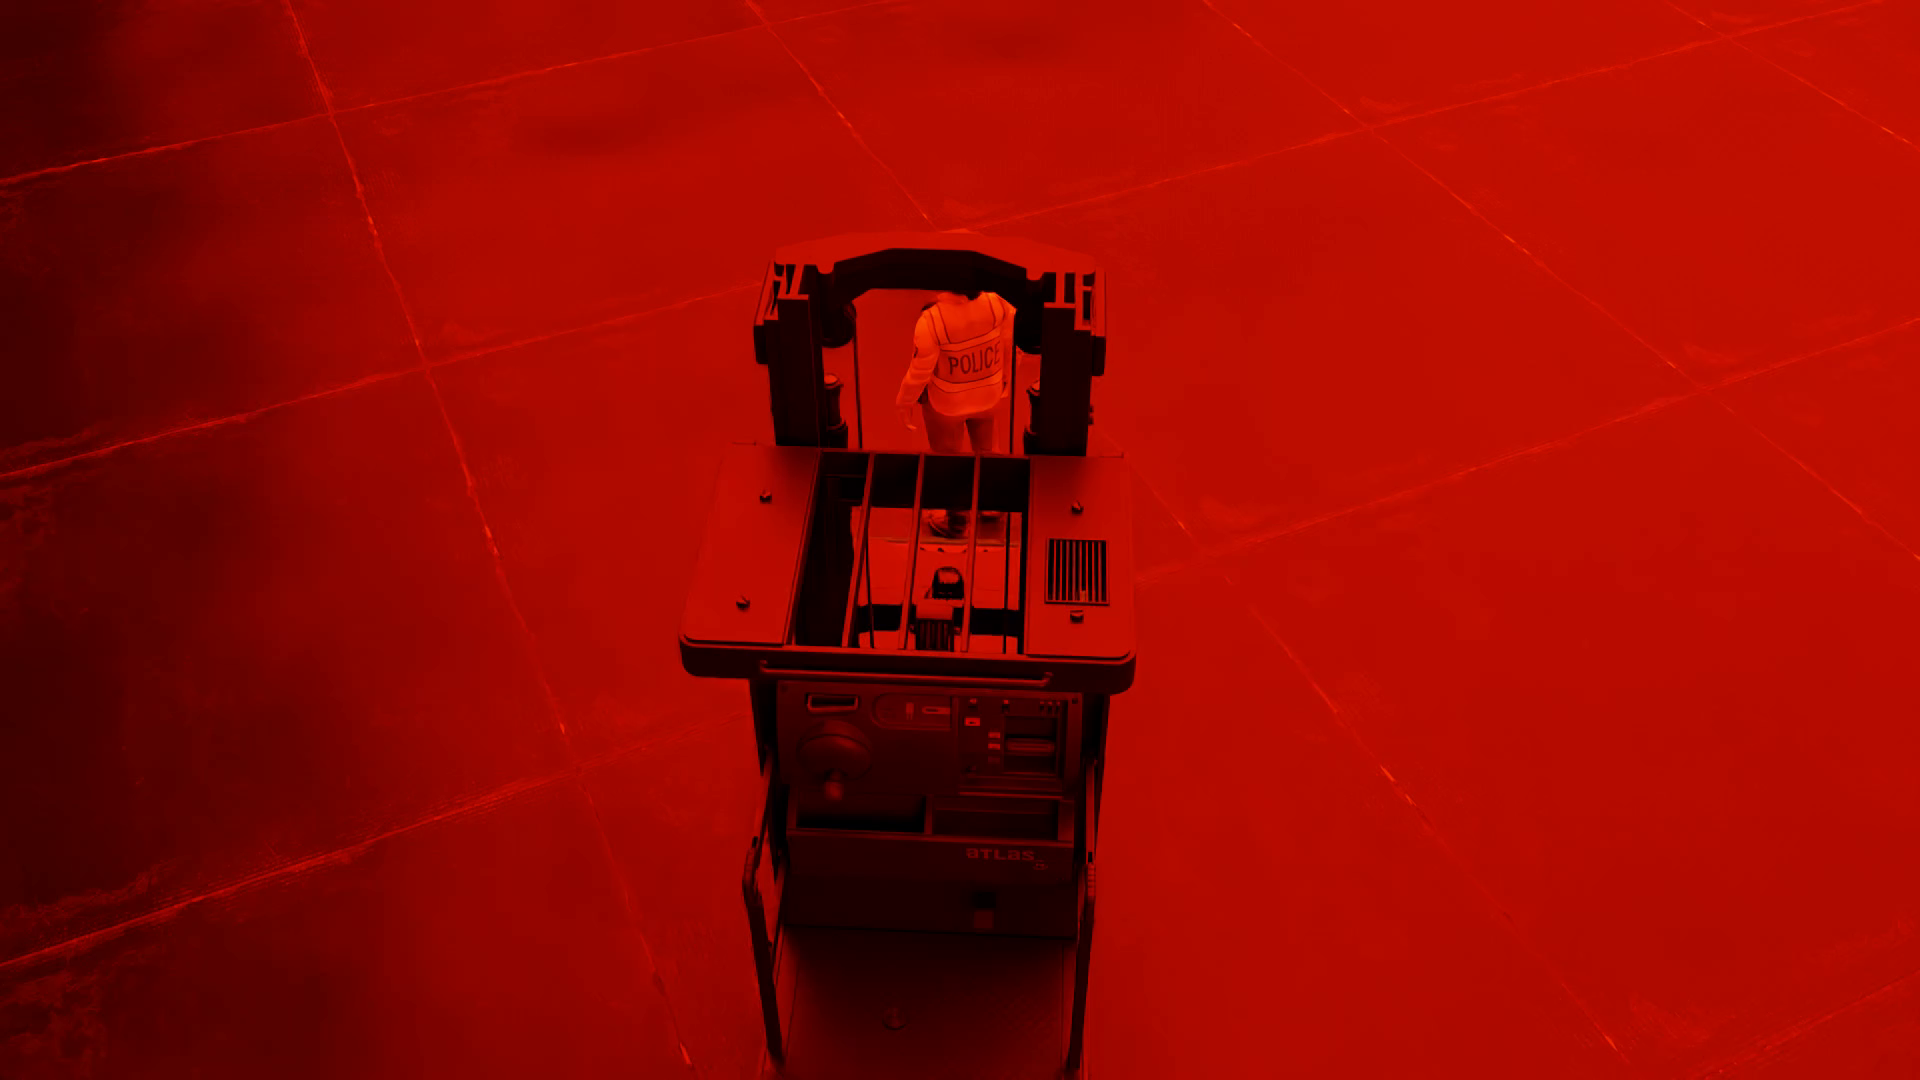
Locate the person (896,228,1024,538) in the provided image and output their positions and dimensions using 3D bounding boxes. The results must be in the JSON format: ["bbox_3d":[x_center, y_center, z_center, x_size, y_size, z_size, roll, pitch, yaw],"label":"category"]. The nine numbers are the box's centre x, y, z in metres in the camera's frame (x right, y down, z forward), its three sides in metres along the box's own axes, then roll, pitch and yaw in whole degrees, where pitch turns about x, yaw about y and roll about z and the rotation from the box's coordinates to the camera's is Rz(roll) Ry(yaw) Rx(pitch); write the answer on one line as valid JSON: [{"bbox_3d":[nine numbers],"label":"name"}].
[{"bbox_3d":[-0.023,-0.670,7.293,0.587,1.694,0.529,-18,46,-18],"label":"person"}]

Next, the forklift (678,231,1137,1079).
[{"bbox_3d":[-0.104,0.706,4.924,1.130,2.935,3.031,2,43,2],"label":"forklift"}]
